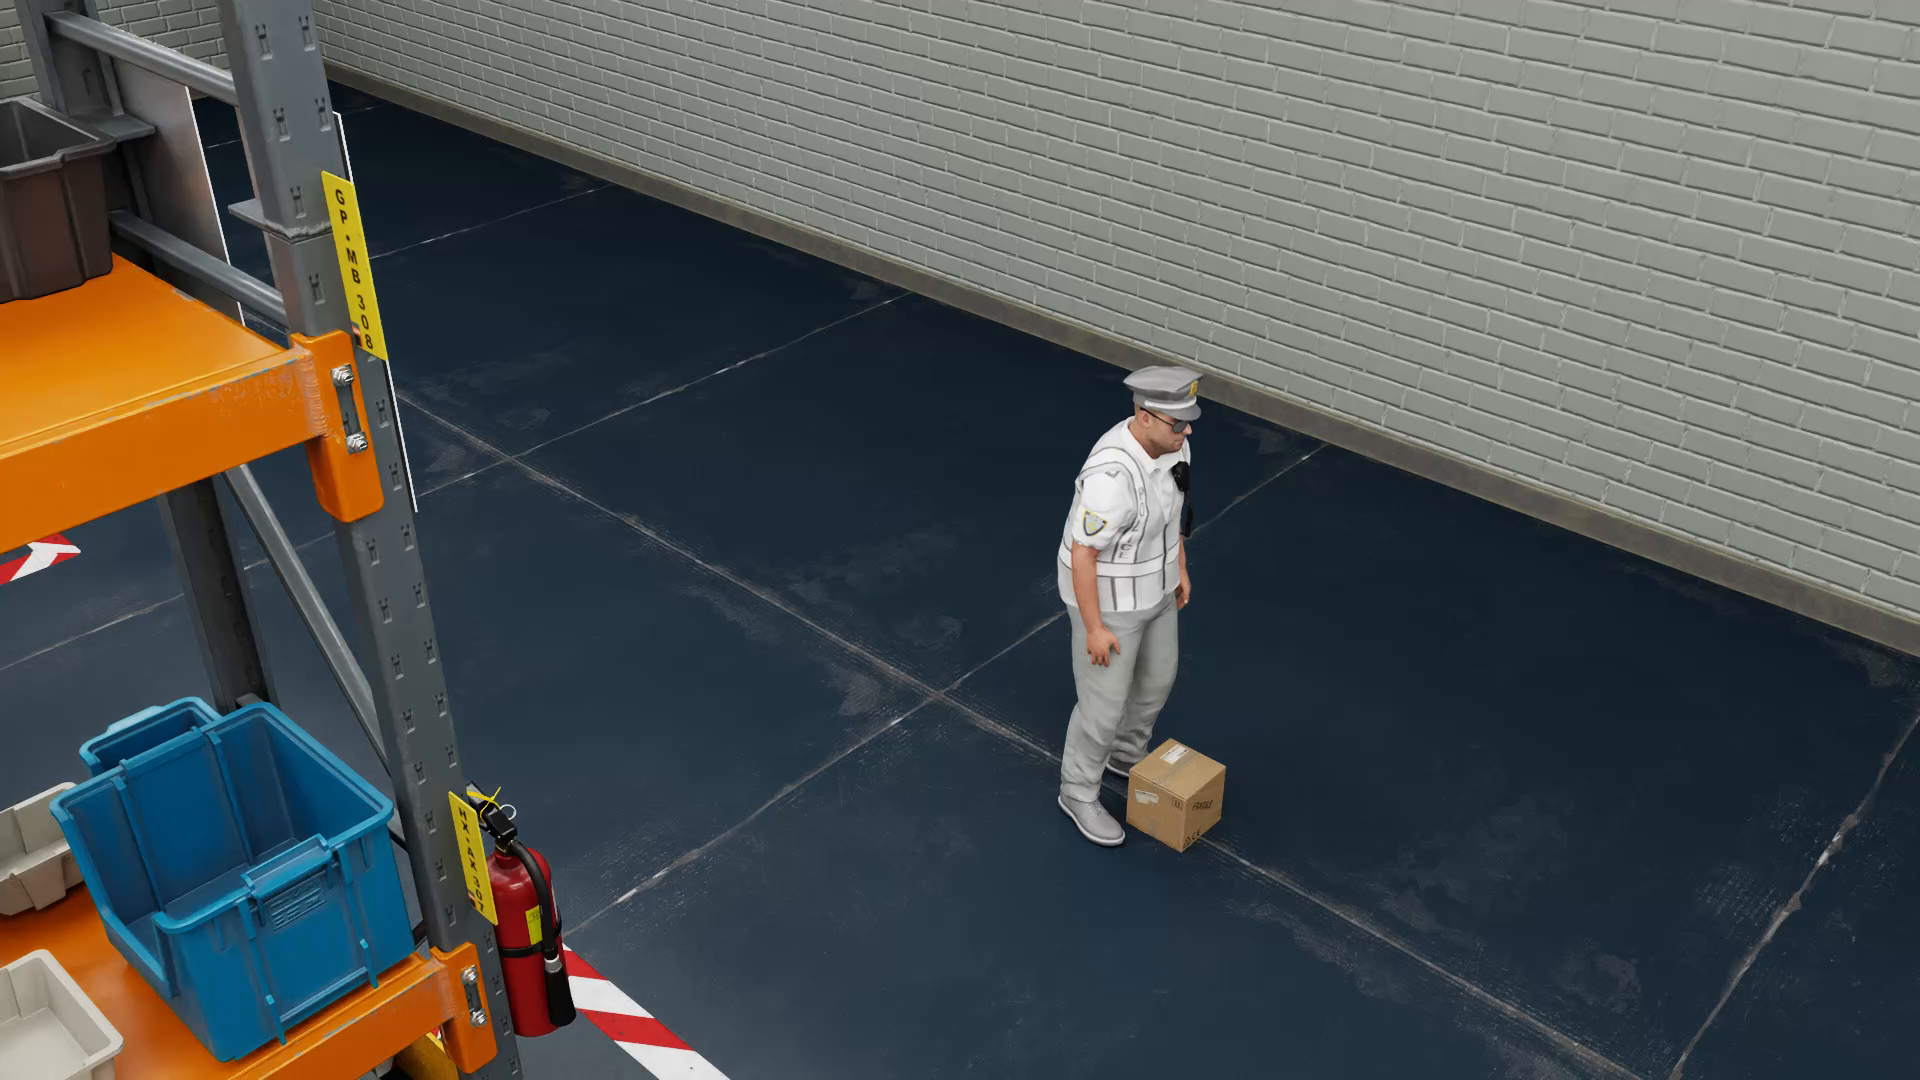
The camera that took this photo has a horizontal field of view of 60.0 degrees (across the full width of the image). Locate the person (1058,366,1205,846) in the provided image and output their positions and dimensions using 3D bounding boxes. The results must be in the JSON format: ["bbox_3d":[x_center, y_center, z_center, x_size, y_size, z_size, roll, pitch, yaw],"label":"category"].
[{"bbox_3d":[0.582,0.189,5.812,0.434,1.749,0.600,24,38,33],"label":"person"}]
